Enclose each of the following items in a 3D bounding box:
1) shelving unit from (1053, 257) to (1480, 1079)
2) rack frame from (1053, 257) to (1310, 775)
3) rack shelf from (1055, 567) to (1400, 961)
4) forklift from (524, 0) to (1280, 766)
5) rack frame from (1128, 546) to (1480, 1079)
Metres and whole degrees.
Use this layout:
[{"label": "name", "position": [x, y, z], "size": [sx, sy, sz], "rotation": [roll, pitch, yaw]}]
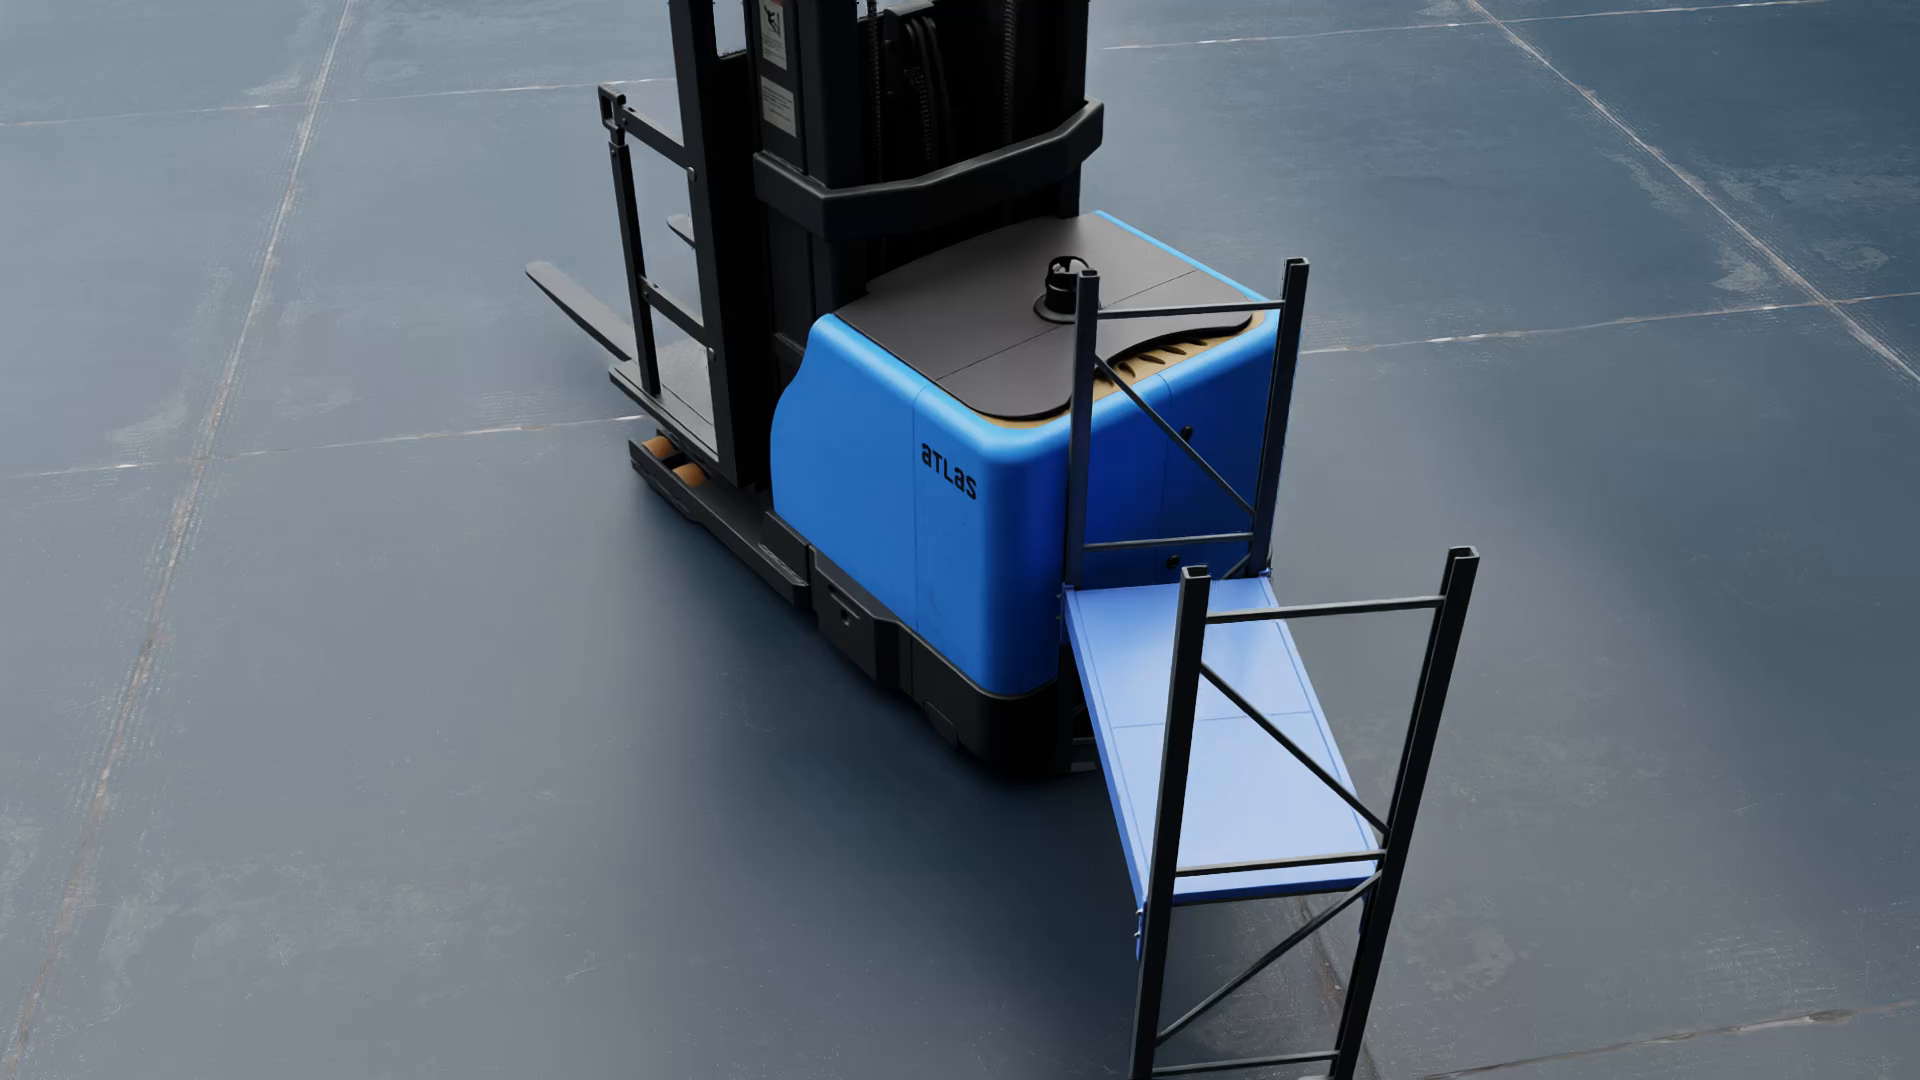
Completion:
[{"label": "shelving unit", "position": [0.559, 0.319, 3.617], "size": [0.538, 1.500, 1.048], "rotation": [-4, 38, -5]}, {"label": "rack frame", "position": [0.501, 0.009, 4.016], "size": [0.500, 1.500, 0.032], "rotation": [-4, 38, -5]}, {"label": "rack shelf", "position": [0.559, 0.461, 3.728], "size": [0.538, 0.185, 1.000], "rotation": [-4, 38, -5]}, {"label": "forklift", "position": [-0.424, -1.407, 4.672], "size": [1.130, 2.935, 3.031], "rotation": [-26, 45, -29]}, {"label": "rack frame", "position": [0.617, 0.628, 3.219], "size": [0.500, 1.500, 0.032], "rotation": [-4, 38, -5]}]
